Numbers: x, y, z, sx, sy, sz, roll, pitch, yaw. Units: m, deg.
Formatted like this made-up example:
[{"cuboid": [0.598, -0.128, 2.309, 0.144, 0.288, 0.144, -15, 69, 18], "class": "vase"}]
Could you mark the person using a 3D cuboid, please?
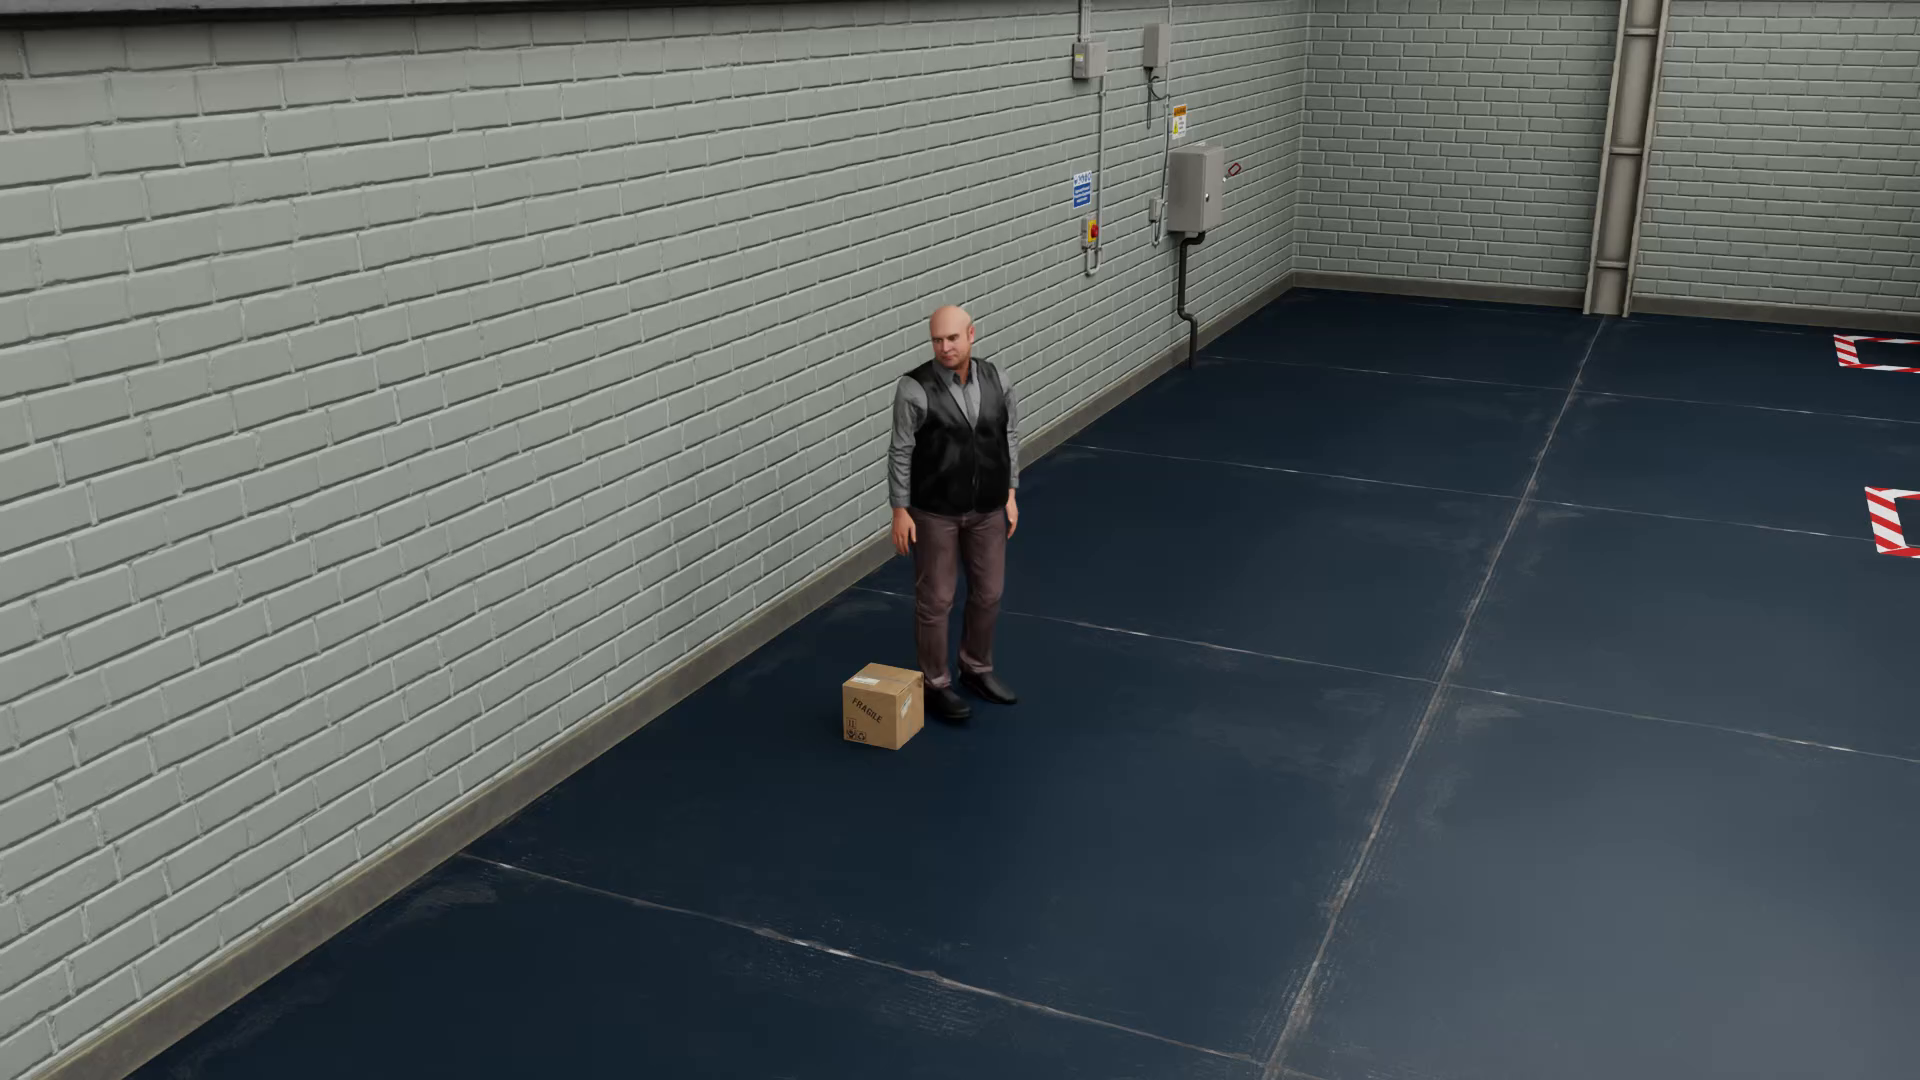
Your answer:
[{"cuboid": [-0.003, -0.103, 6.878, 0.583, 1.750, 0.397, -8, 21, -23], "class": "person"}]
